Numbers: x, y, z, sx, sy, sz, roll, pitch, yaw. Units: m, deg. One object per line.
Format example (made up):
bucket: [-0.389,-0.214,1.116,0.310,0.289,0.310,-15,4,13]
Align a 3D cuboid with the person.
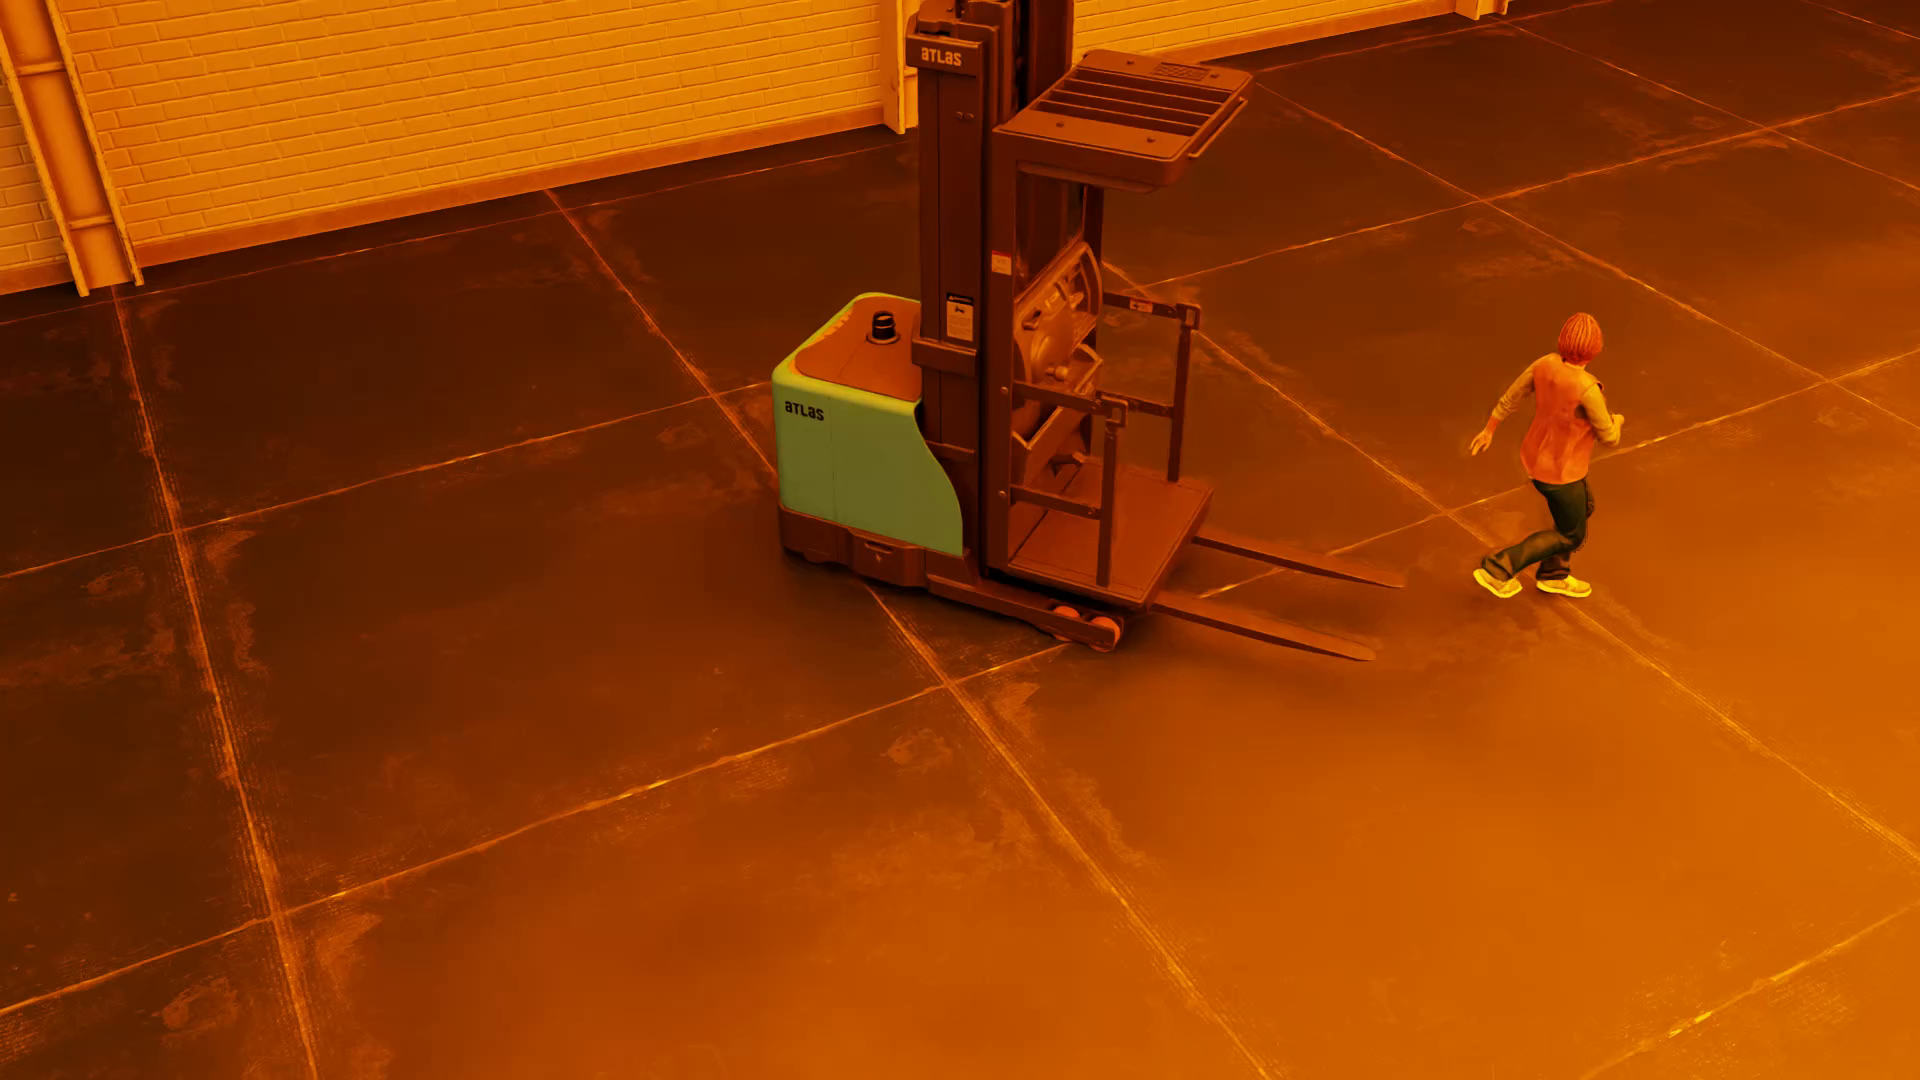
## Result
person: [2.816,-0.375,7.892,0.659,1.524,0.494,-2,35,-3]

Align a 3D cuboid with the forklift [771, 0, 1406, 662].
forklift: [0.637,-1.016,7.560,3.031,2.935,1.130,15,38,20]
